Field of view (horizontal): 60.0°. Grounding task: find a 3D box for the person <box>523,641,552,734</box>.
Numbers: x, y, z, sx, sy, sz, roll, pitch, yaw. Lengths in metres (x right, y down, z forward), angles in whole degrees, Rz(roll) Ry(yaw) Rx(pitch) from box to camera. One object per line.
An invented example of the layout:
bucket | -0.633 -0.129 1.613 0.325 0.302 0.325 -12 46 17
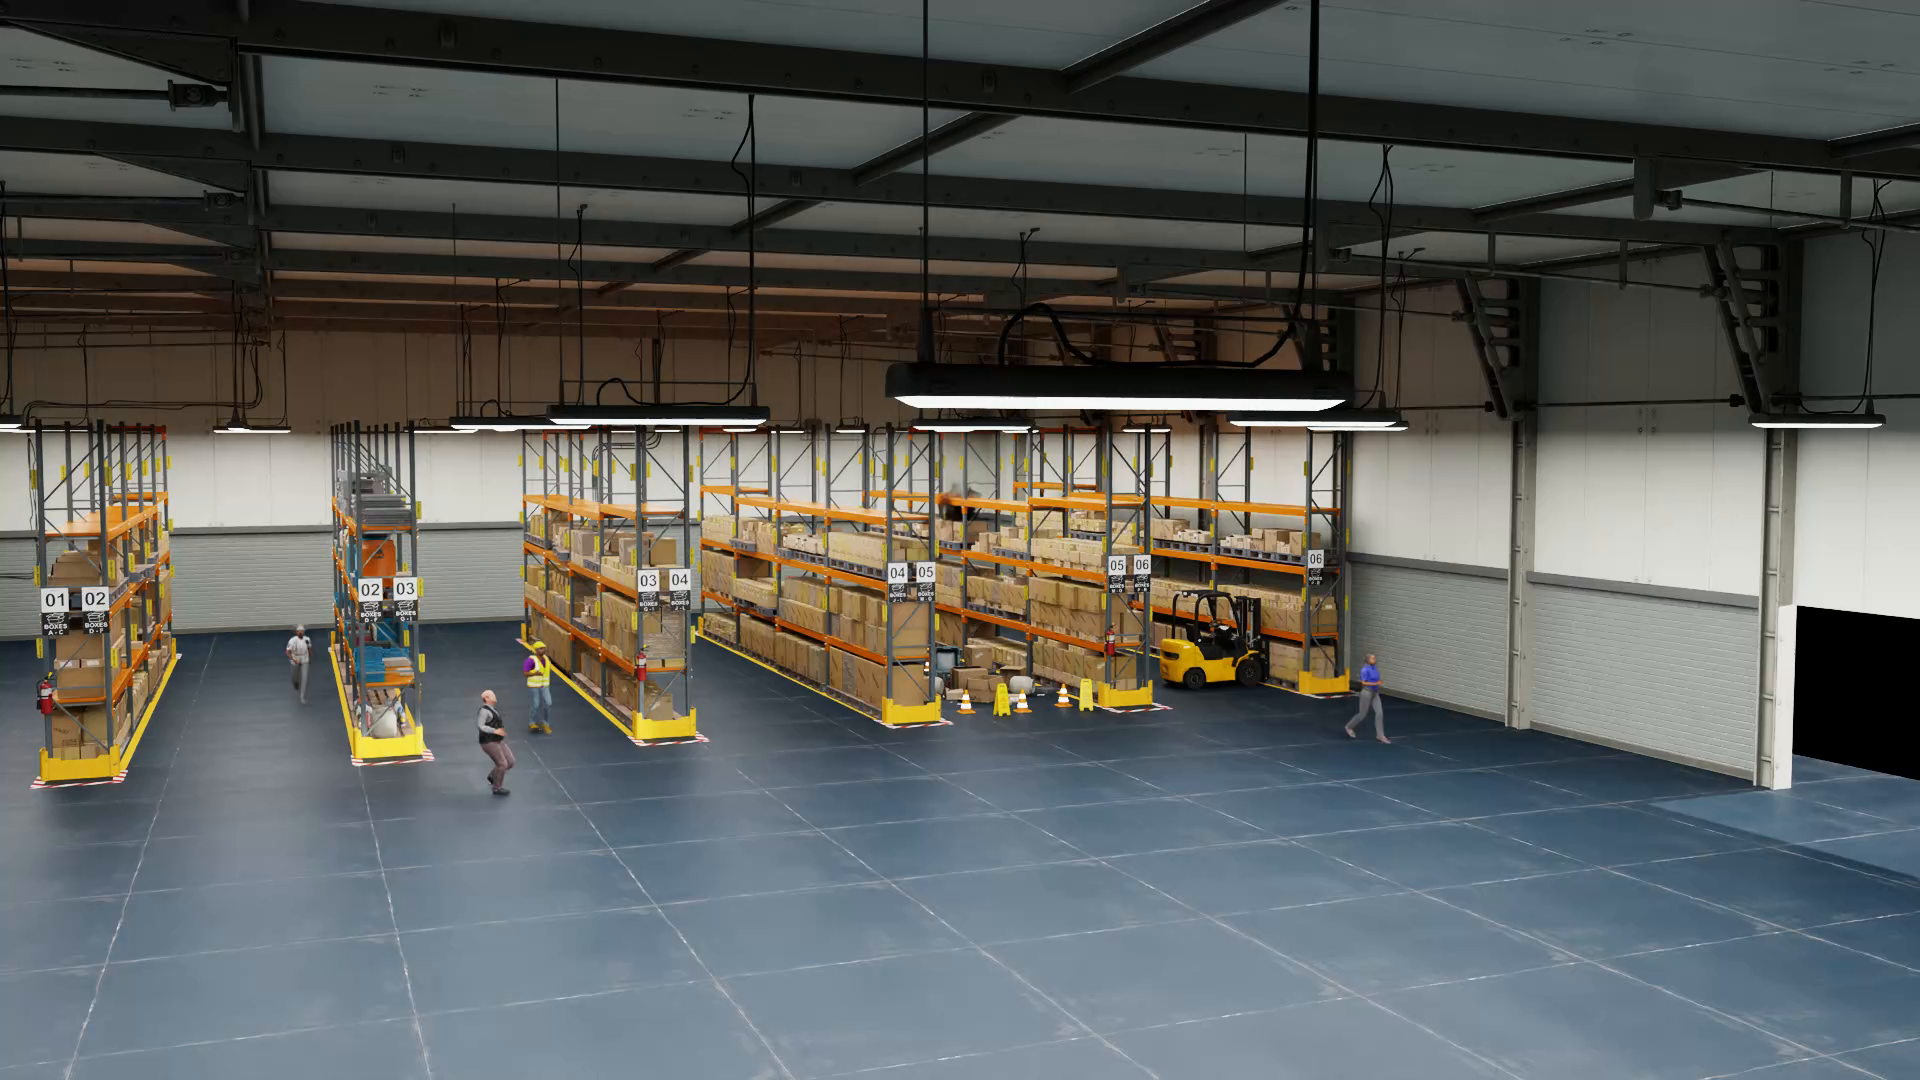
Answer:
person | -8.120 2.856 32.029 0.657 1.824 0.746 -3 5 -44

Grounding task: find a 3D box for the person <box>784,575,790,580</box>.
person | -4.898 1.885 47.518 0.649 1.745 0.624 -1 4 -22

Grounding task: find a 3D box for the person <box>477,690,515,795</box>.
person | -7.417 3.230 26.548 0.558 1.665 0.663 0 4 2

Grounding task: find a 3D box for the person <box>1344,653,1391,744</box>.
person | 7.652 2.930 31.105 0.593 1.653 0.934 -3 5 -41

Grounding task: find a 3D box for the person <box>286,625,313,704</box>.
person | -14.271 2.663 35.957 0.553 1.697 1.009 -2 4 -23
